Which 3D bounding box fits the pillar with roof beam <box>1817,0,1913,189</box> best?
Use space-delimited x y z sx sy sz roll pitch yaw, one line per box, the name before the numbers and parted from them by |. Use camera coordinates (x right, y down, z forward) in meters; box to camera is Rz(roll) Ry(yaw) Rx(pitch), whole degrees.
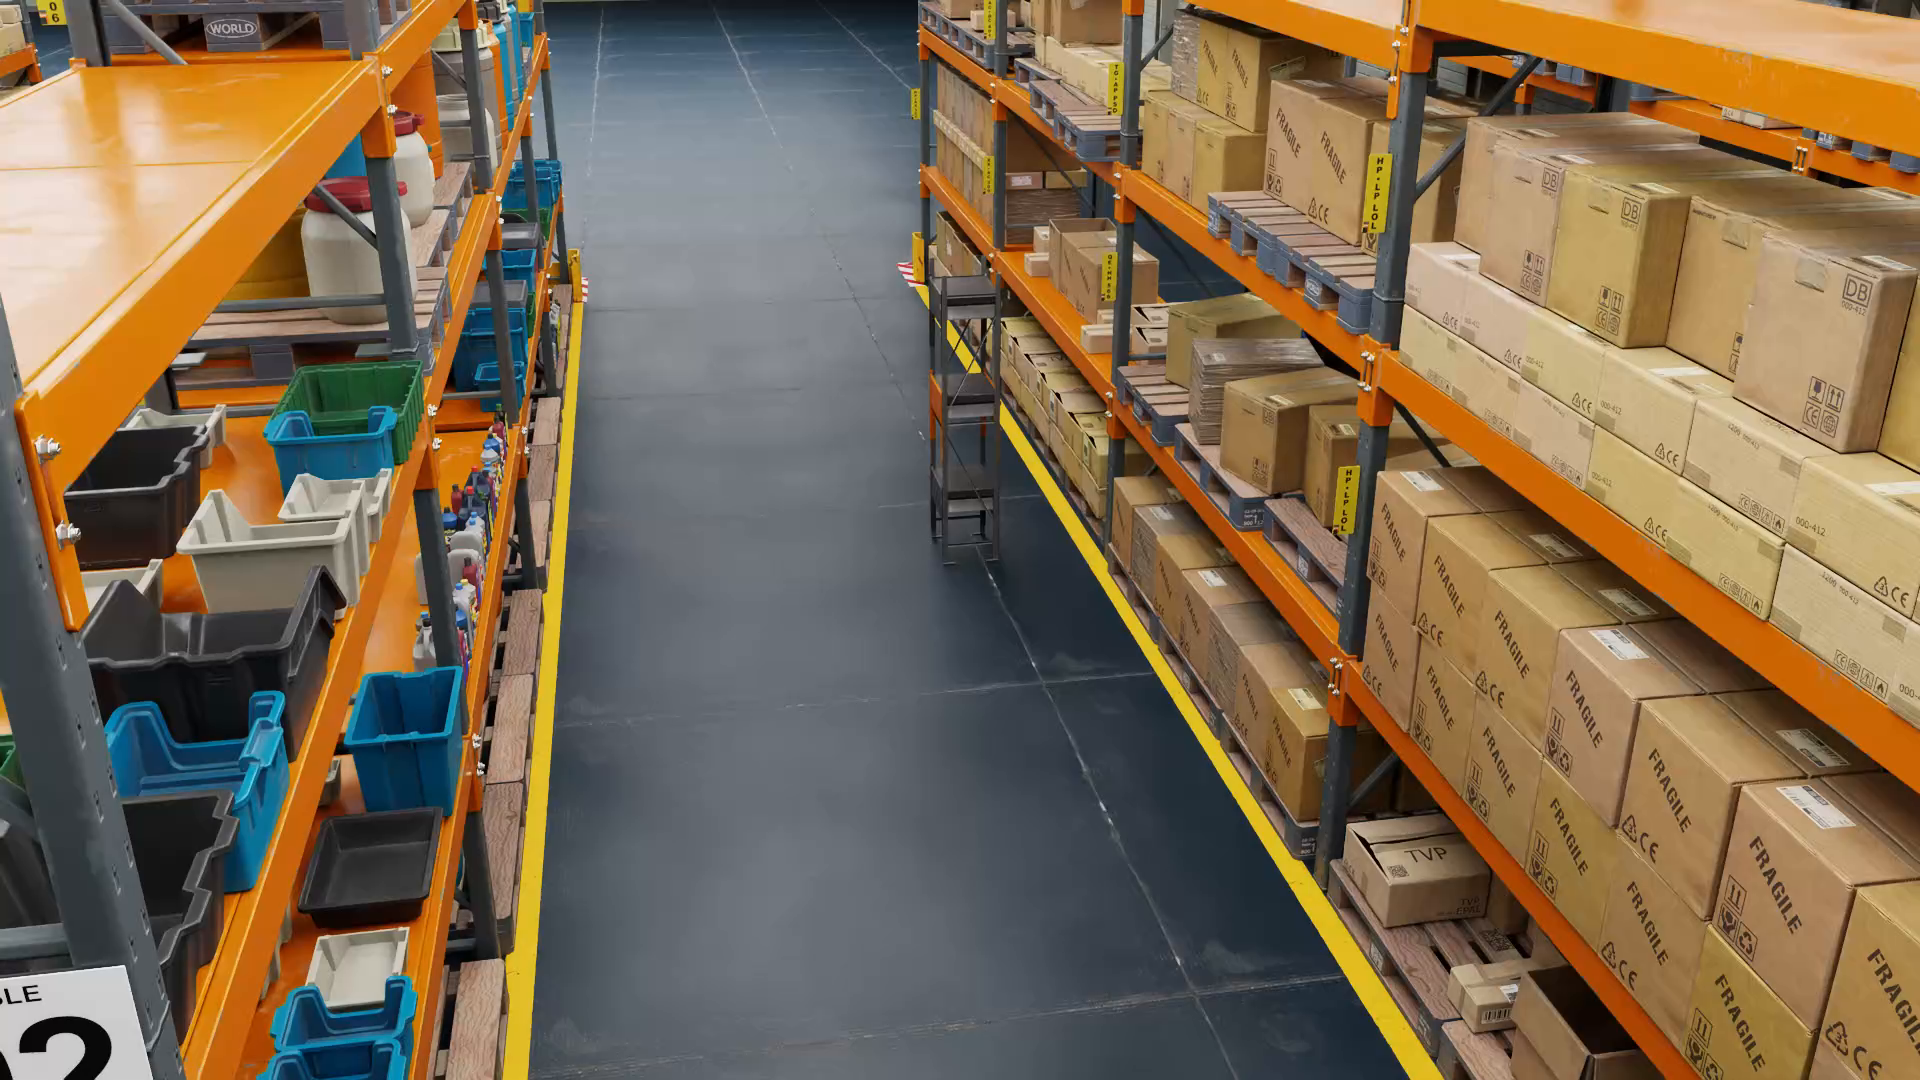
pillar with roof beam | 2.785 -4.636 11.621 9.100 9.000 0.400 -4 24 -10

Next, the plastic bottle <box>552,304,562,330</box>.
plastic bottle | -4.020 -2.206 16.406 0.152 0.276 0.135 -4 24 -9

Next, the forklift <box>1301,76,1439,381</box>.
forklift | 3.610 -2.193 13.609 1.130 2.935 3.031 -8 25 -17

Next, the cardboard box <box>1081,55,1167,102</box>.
cardboard box | 1.190 -3.365 12.122 0.500 0.250 0.500 -5 24 -11

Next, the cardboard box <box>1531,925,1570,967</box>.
cardboard box | 2.801 1.840 7.098 0.500 0.311 0.500 -4 24 -10

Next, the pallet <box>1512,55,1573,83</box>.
pallet | 5.676 -4.241 14.700 1.213 0.211 1.003 -4 24 -10

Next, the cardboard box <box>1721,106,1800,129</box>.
cardboard box | 6.007 -3.236 12.250 0.500 0.311 0.500 -4 24 -10

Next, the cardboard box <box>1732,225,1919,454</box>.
cardboard box | 2.700 -0.586 4.723 0.700 0.500 0.500 -4 24 -10

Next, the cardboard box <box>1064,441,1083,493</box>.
cardboard box | 1.102 -0.585 12.754 0.500 0.250 0.500 -5 24 -10

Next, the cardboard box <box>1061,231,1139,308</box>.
cardboard box | 1.115 -2.173 13.354 0.500 0.500 0.500 -4 24 -10

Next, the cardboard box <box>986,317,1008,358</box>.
cardboard box | 0.498 -1.934 15.841 0.500 0.250 0.500 -4 24 -10

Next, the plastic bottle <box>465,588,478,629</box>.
plastic bottle | -2.382 0.328 8.000 0.097 0.201 0.097 0 24 0

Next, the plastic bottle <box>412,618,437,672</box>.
plastic bottle | -2.345 0.521 7.371 0.144 0.351 0.185 -4 24 -10

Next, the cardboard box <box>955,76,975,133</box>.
cardboard box | 0.339 -4.439 16.920 0.700 0.500 0.500 -4 24 -10

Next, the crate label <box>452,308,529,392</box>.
crate label | -3.248 -1.324 11.489 0.502 0.435 0.616 -4 24 -10

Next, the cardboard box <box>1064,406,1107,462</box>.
cardboard box | 1.097 -0.843 12.642 0.500 0.311 0.500 -5 24 -11

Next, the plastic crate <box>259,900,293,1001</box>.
plastic crate | -2.489 1.318 5.558 0.437 0.282 0.530 -4 24 -10

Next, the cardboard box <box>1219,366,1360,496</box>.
cardboard box | 1.891 -0.617 9.265 0.700 0.500 0.500 -11 26 -23

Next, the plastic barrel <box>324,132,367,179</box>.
plastic barrel | -3.057 -1.780 7.679 0.600 0.901 0.708 -4 24 -10

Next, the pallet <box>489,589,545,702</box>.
pallet | -3.144 0.688 10.410 1.003 0.211 1.213 -4 24 -10

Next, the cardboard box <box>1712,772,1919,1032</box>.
cardboard box | 2.571 1.028 4.775 0.500 0.500 0.500 -4 24 -8

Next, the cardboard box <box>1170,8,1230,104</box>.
cardboard box | 1.613 -2.968 10.177 0.500 0.500 0.500 -4 24 -10

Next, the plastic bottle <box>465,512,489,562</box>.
plastic bottle | -2.529 -0.016 8.699 0.097 0.271 0.097 0 24 0

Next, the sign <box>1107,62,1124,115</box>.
sign | 0.991 -2.872 10.585 0.100 0.325 0.005 -4 24 -10

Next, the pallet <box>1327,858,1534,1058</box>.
pallet | 2.404 1.860 7.728 1.003 0.211 1.213 -4 24 -10

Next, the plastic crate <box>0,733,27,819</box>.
plastic crate | -2.314 0.606 3.632 0.450 0.188 0.336 -4 24 -10

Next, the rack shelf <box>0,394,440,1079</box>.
rack shelf | -2.221 0.418 4.695 1.077 0.370 4.000 -4 24 -10

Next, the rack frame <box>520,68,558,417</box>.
rack frame | -4.070 -2.470 14.158 1.000 3.000 0.127 -4 24 -10

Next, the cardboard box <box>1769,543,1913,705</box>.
cardboard box | 2.582 0.199 4.486 0.500 0.250 0.500 -4 24 -10

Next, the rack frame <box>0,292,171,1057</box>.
rack frame | -1.851 -0.499 2.150 1.000 3.000 0.127 -4 24 -10

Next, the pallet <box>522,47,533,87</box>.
pallet | -4.299 -4.035 14.228 1.213 0.211 1.003 -4 24 -10

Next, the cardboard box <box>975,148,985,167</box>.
cardboard box | 0.351 -3.670 15.969 0.380 0.149 0.250 -4 24 -10

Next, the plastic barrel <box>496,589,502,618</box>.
plastic barrel | -3.223 0.097 10.468 0.600 0.830 0.708 -4 24 -10

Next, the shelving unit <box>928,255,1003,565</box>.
shelving unit | 0.031 -0.897 11.681 0.431 2.100 0.503 -4 24 -10

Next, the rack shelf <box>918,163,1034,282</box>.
rack shelf | 0.429 -3.292 16.939 1.077 0.370 4.000 -4 24 -10

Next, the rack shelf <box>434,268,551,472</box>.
rack shelf | -3.700 -1.354 12.500 1.077 0.370 4.000 -4 24 -10

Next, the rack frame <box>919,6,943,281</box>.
rack frame | 0.059 -4.408 18.596 1.000 3.000 0.127 -4 24 -10

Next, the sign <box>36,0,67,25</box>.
sign | -3.132 -1.937 5.702 0.100 0.325 0.005 -4 24 -10

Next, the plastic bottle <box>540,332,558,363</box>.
plastic bottle | -3.812 -1.806 15.397 0.144 0.351 0.185 -4 24 -8

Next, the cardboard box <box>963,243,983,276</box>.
cardboard box | 0.321 -2.671 16.592 0.500 0.500 0.500 -4 24 -10

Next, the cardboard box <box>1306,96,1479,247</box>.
cardboard box | 2.111 -1.812 8.129 0.600 0.600 0.600 -5 24 -10

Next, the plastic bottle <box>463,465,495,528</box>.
plastic bottle | -2.637 -0.231 9.093 0.144 0.351 0.185 -4 24 -10

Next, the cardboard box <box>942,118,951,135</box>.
cardboard box | 0.016 -4.379 17.594 0.380 0.149 0.250 -4 24 -10

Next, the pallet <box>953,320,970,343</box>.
pallet | 0.464 -2.354 17.376 1.003 0.211 1.213 -4 24 -10

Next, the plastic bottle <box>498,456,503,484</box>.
plastic bottle | -2.736 -0.426 9.725 0.097 0.201 0.097 0 24 0

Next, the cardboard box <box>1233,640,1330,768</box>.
cardboard box | 1.822 0.888 9.044 0.500 0.500 0.500 -4 24 -10

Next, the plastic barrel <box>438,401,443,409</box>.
plastic barrel | -3.714 -1.119 10.895 0.600 0.536 0.708 -4 24 -10

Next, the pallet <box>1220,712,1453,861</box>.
pallet | 2.090 1.272 9.073 1.003 0.211 1.213 -4 24 -10

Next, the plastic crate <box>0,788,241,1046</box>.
plastic crate | -1.648 0.763 3.170 0.497 0.269 0.590 -4 24 -10

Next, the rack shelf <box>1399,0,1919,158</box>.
rack shelf | 2.648 -1.320 4.931 1.077 0.370 4.000 -4 24 -10

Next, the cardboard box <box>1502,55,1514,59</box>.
cardboard box | 5.329 -4.814 15.627 0.500 0.500 0.500 -4 24 -8

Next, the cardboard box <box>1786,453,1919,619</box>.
cardboard box | 2.579 -0.030 4.386 0.500 0.250 0.500 -4 24 -10

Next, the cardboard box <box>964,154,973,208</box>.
cardboard box | 0.422 -3.661 16.760 0.700 0.500 0.500 -4 24 -8

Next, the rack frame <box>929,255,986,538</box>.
rack frame | -0.015 -0.993 11.900 0.400 2.100 0.015 -4 24 -10

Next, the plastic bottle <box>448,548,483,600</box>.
plastic bottle | -2.473 0.159 8.293 0.152 0.276 0.135 -4 24 -10

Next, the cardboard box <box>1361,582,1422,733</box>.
cardboard box | 2.104 0.486 7.264 0.500 0.500 0.500 -4 24 -8
